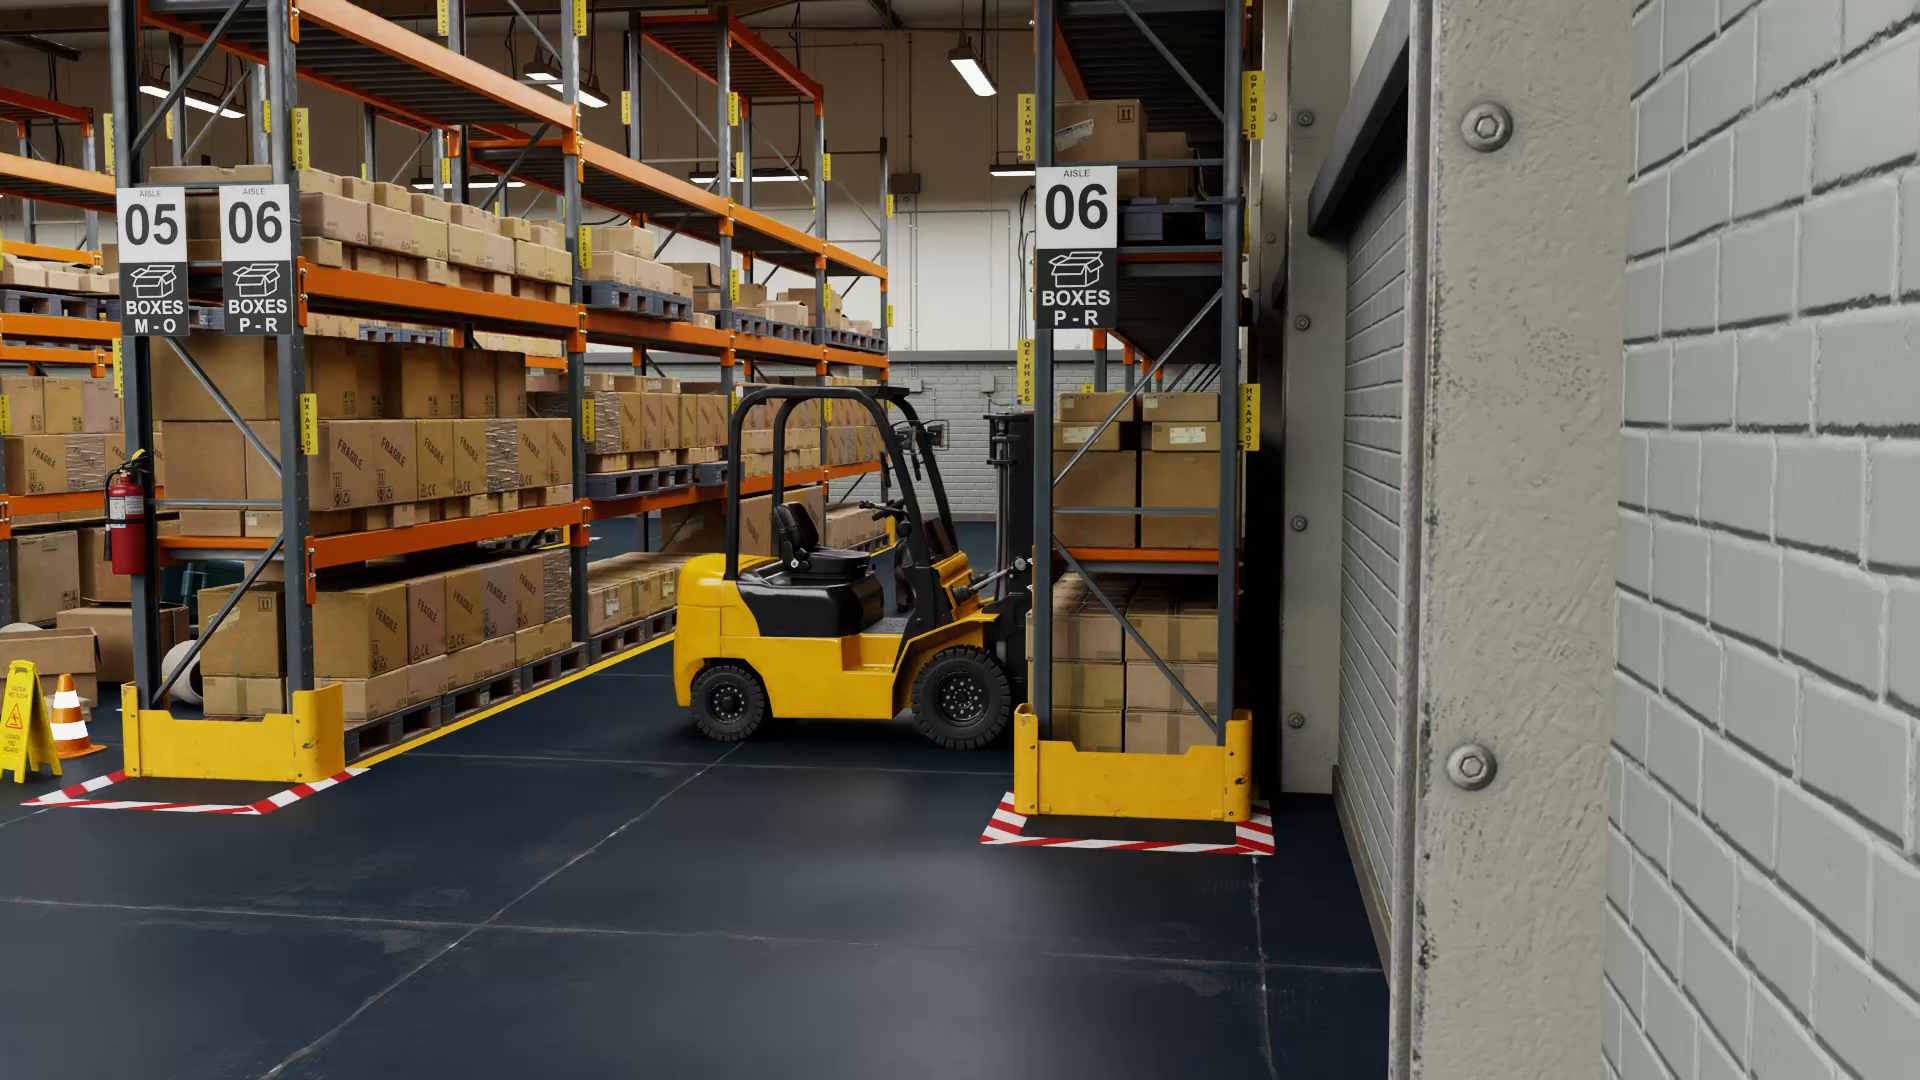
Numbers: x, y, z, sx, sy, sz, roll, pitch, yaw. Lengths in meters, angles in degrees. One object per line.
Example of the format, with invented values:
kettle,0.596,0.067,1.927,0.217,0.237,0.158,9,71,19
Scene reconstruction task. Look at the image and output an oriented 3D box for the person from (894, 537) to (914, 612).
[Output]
person,-0.422,0.348,16.845,0.512,0.806,0.928,1,4,7
